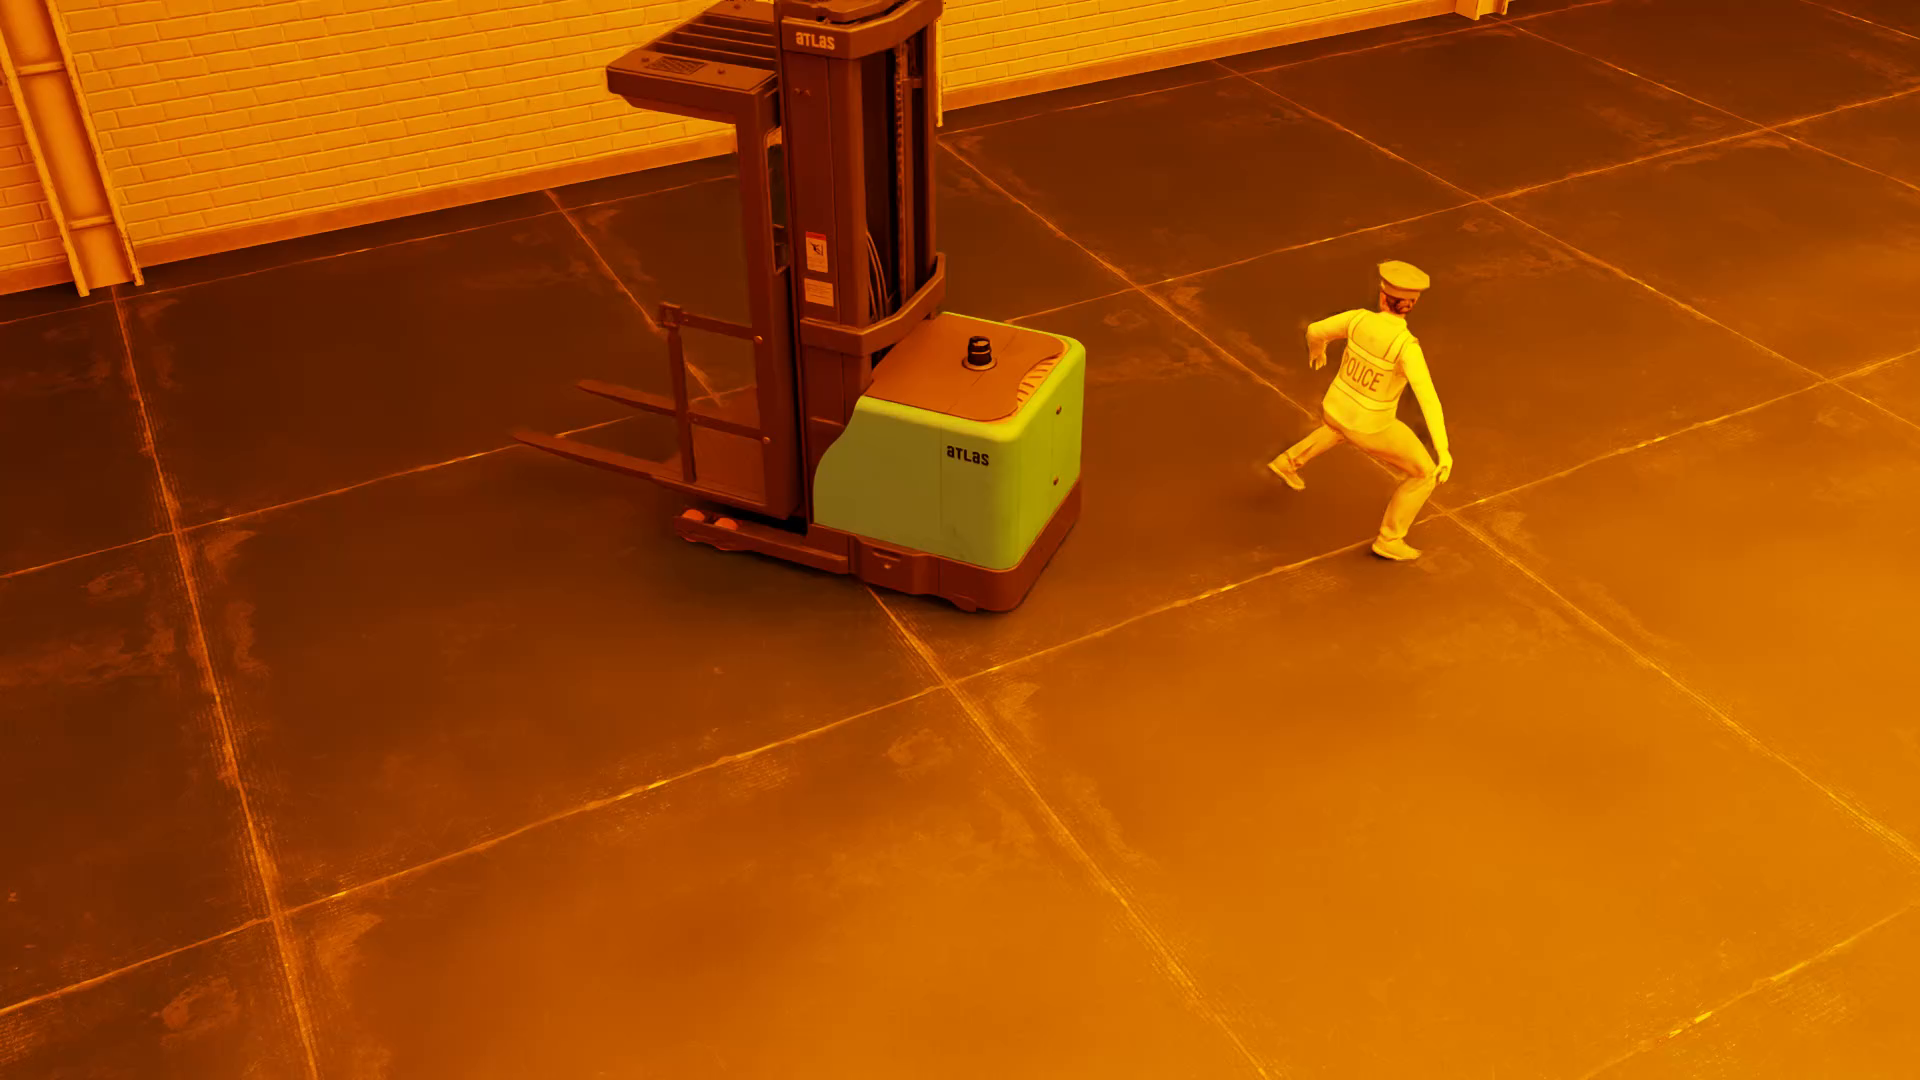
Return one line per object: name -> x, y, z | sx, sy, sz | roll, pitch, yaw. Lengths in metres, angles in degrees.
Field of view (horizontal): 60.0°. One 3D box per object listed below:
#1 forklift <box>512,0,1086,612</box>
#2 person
forklift -> -0.929, -1.403, 8.107 | 3.031, 2.935, 1.130 | 14, 38, 19
person -> 2.071, -0.624, 8.278 | 0.468, 1.555, 1.042 | -20, 40, -25
